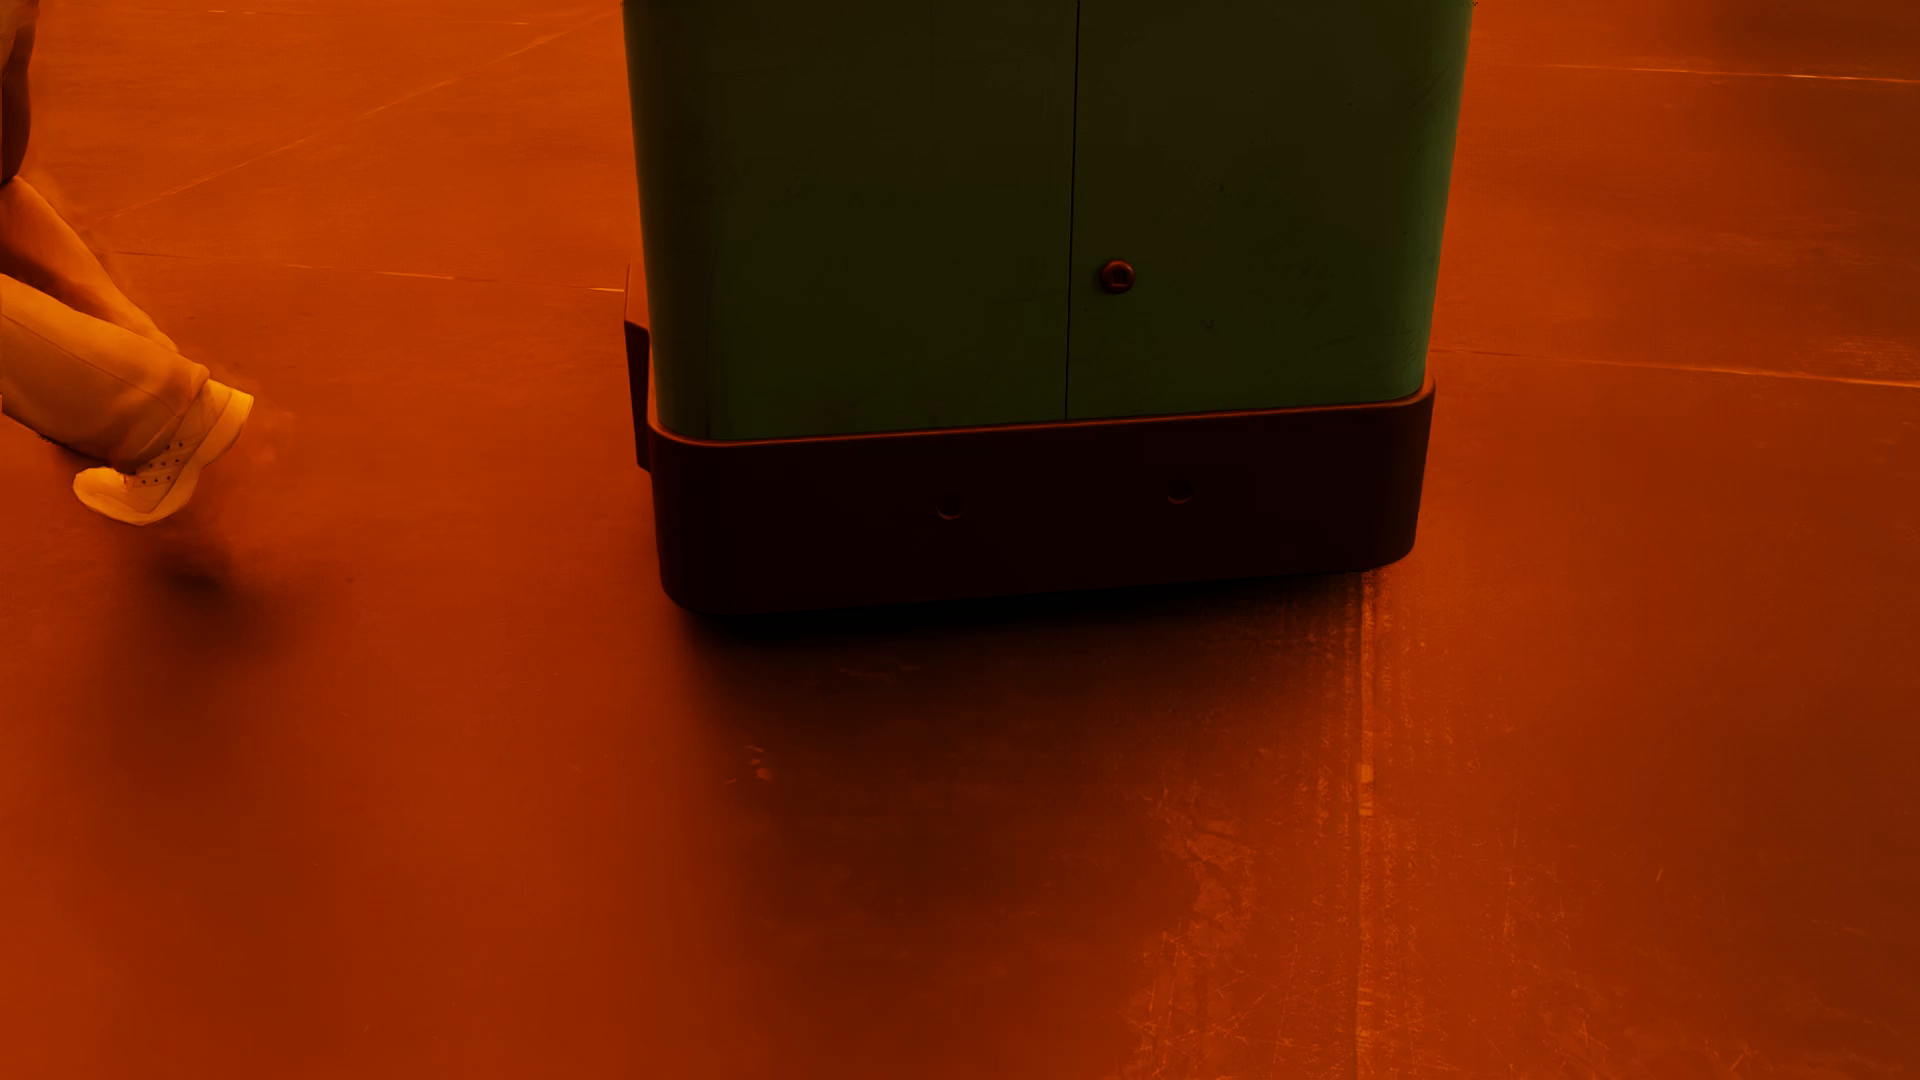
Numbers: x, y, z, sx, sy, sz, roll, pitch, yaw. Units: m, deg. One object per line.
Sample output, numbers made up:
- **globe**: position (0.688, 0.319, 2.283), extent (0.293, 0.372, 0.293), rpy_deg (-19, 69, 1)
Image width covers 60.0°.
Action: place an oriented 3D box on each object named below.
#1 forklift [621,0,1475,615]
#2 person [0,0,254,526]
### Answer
- **forklift**: position (-0.094, -1.850, 2.912), extent (1.130, 2.935, 3.031), rpy_deg (-4, 27, -8)
- **person**: position (-1.402, -0.824, 2.467), extent (0.669, 1.486, 0.987), rpy_deg (-5, 27, -11)
